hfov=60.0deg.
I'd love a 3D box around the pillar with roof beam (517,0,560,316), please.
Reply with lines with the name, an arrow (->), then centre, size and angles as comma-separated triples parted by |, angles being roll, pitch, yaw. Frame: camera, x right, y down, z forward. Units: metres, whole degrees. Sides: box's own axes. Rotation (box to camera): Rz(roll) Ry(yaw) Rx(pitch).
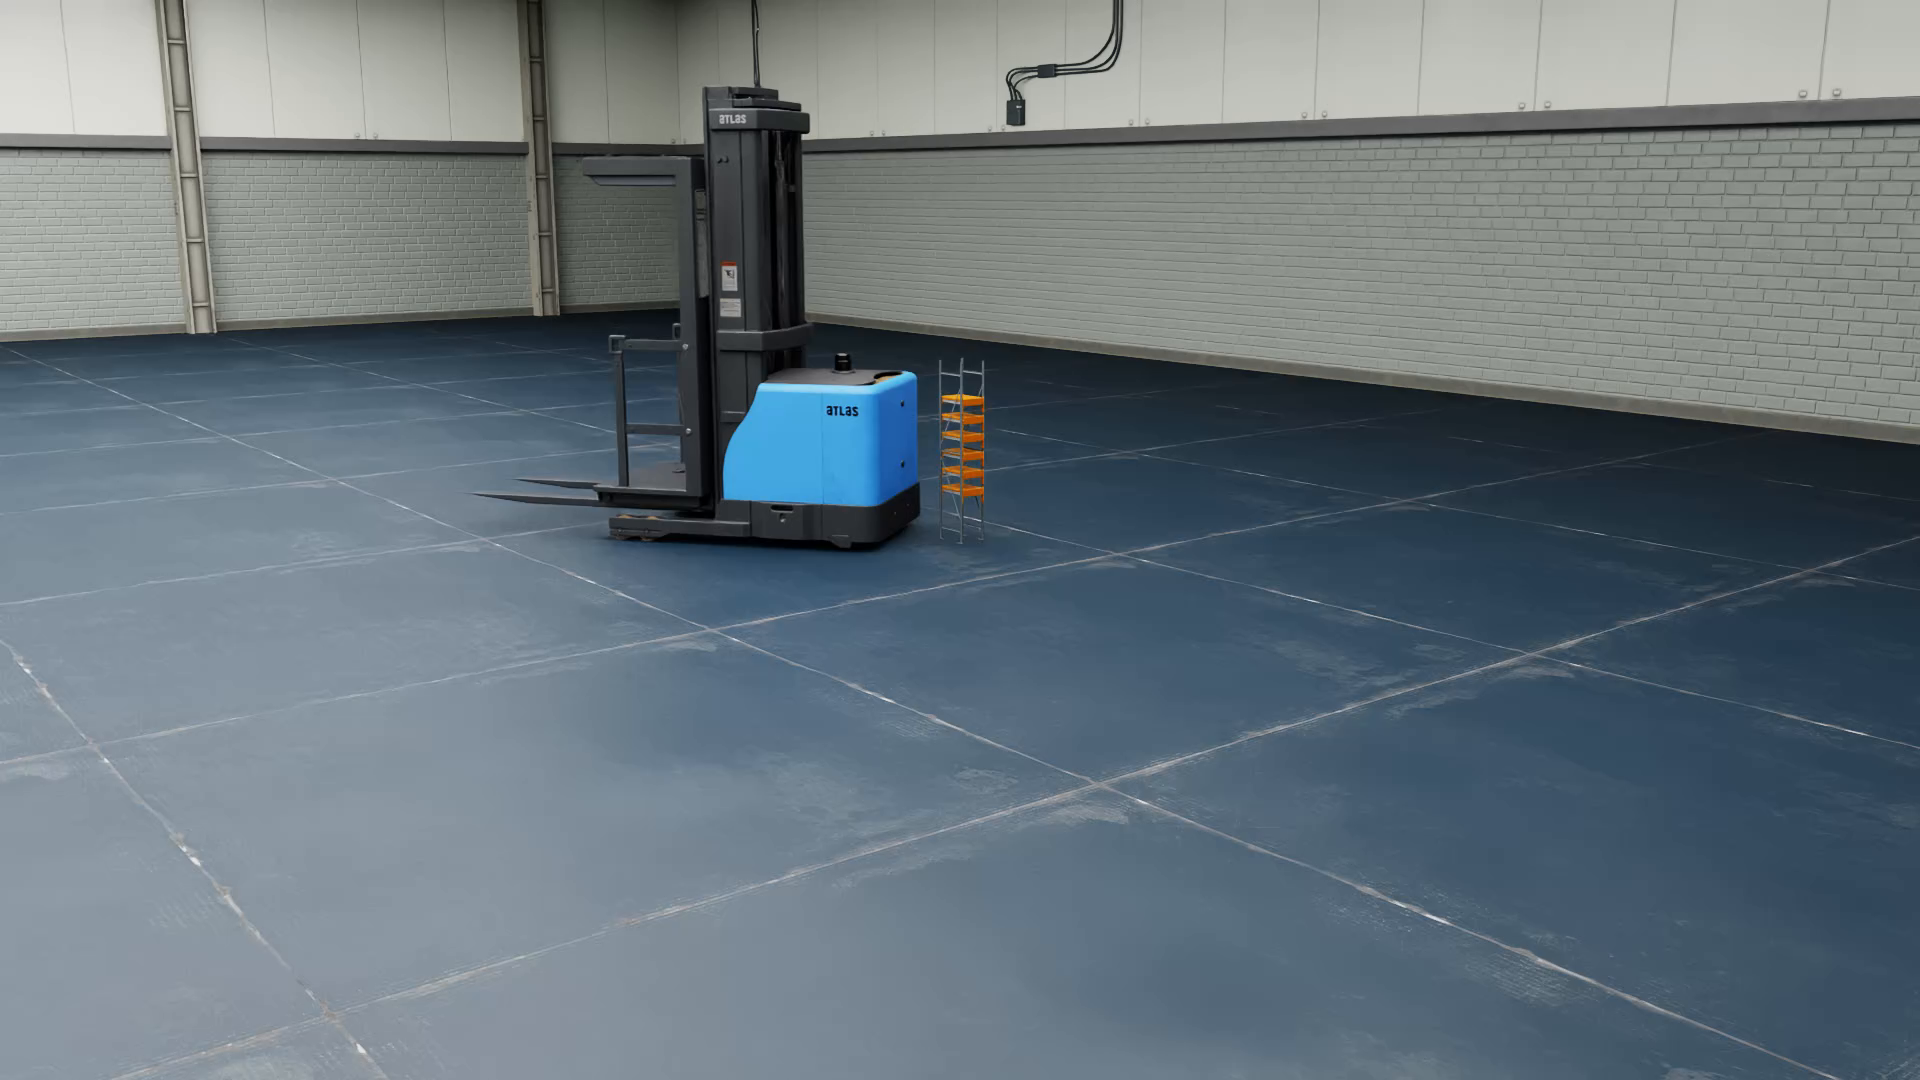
pillar with roof beam -> -4.930, -7.850, 26.431 | 0.400, 9.000, 9.100 | -9, 15, -38

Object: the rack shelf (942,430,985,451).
rack shelf -> 0.011, -0.663, 10.997 | 0.180, 0.103, 0.258 | -9, 15, -38

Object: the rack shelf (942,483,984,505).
rack shelf -> 0.011, -0.311, 11.072 | 0.180, 0.103, 0.258 | -9, 15, -38

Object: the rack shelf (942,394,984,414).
rack shelf -> 0.011, -0.897, 10.947 | 0.180, 0.103, 0.258 | -9, 15, -38

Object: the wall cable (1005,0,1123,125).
wall cable -> 1.426, -8.837, 22.895 | 0.169, 6.003, 2.305 | -9, 15, -38

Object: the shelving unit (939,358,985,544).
shelving unit -> 0.011, -0.589, 11.013 | 0.189, 1.200, 0.258 | -9, 15, -38

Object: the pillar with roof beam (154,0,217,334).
pillar with roof beam -> -9.615, -7.071, 22.764 | 0.400, 9.000, 9.100 | -9, 15, -38

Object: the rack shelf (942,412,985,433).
rack shelf -> 0.011, -0.780, 10.972 | 0.180, 0.103, 0.258 | -9, 15, -38

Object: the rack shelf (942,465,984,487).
rack shelf -> 0.011, -0.428, 11.047 | 0.180, 0.103, 0.258 | -9, 15, -38

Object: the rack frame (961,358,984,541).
rack frame -> 0.083, -0.601, 11.069 | 0.006, 1.200, 0.240 | -9, 15, -38

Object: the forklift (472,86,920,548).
forklift -> -1.854, -1.525, 11.255 | 3.031, 2.935, 1.130 | 3, 12, 15

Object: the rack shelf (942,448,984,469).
rack shelf -> 0.011, -0.545, 11.022 | 0.180, 0.103, 0.258 | -9, 15, -38

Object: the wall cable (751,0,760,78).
wall cable -> -2.802, -9.228, 28.241 | 0.112, 2.526, 3.097 | -9, 15, -38

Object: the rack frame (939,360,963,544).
rack frame -> -0.060, -0.577, 10.957 | 0.006, 1.200, 0.240 | -9, 15, -38

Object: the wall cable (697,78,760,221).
wall cable -> -4.492, -7.197, 30.832 | 0.112, 2.526, 3.097 | -9, 15, -38
